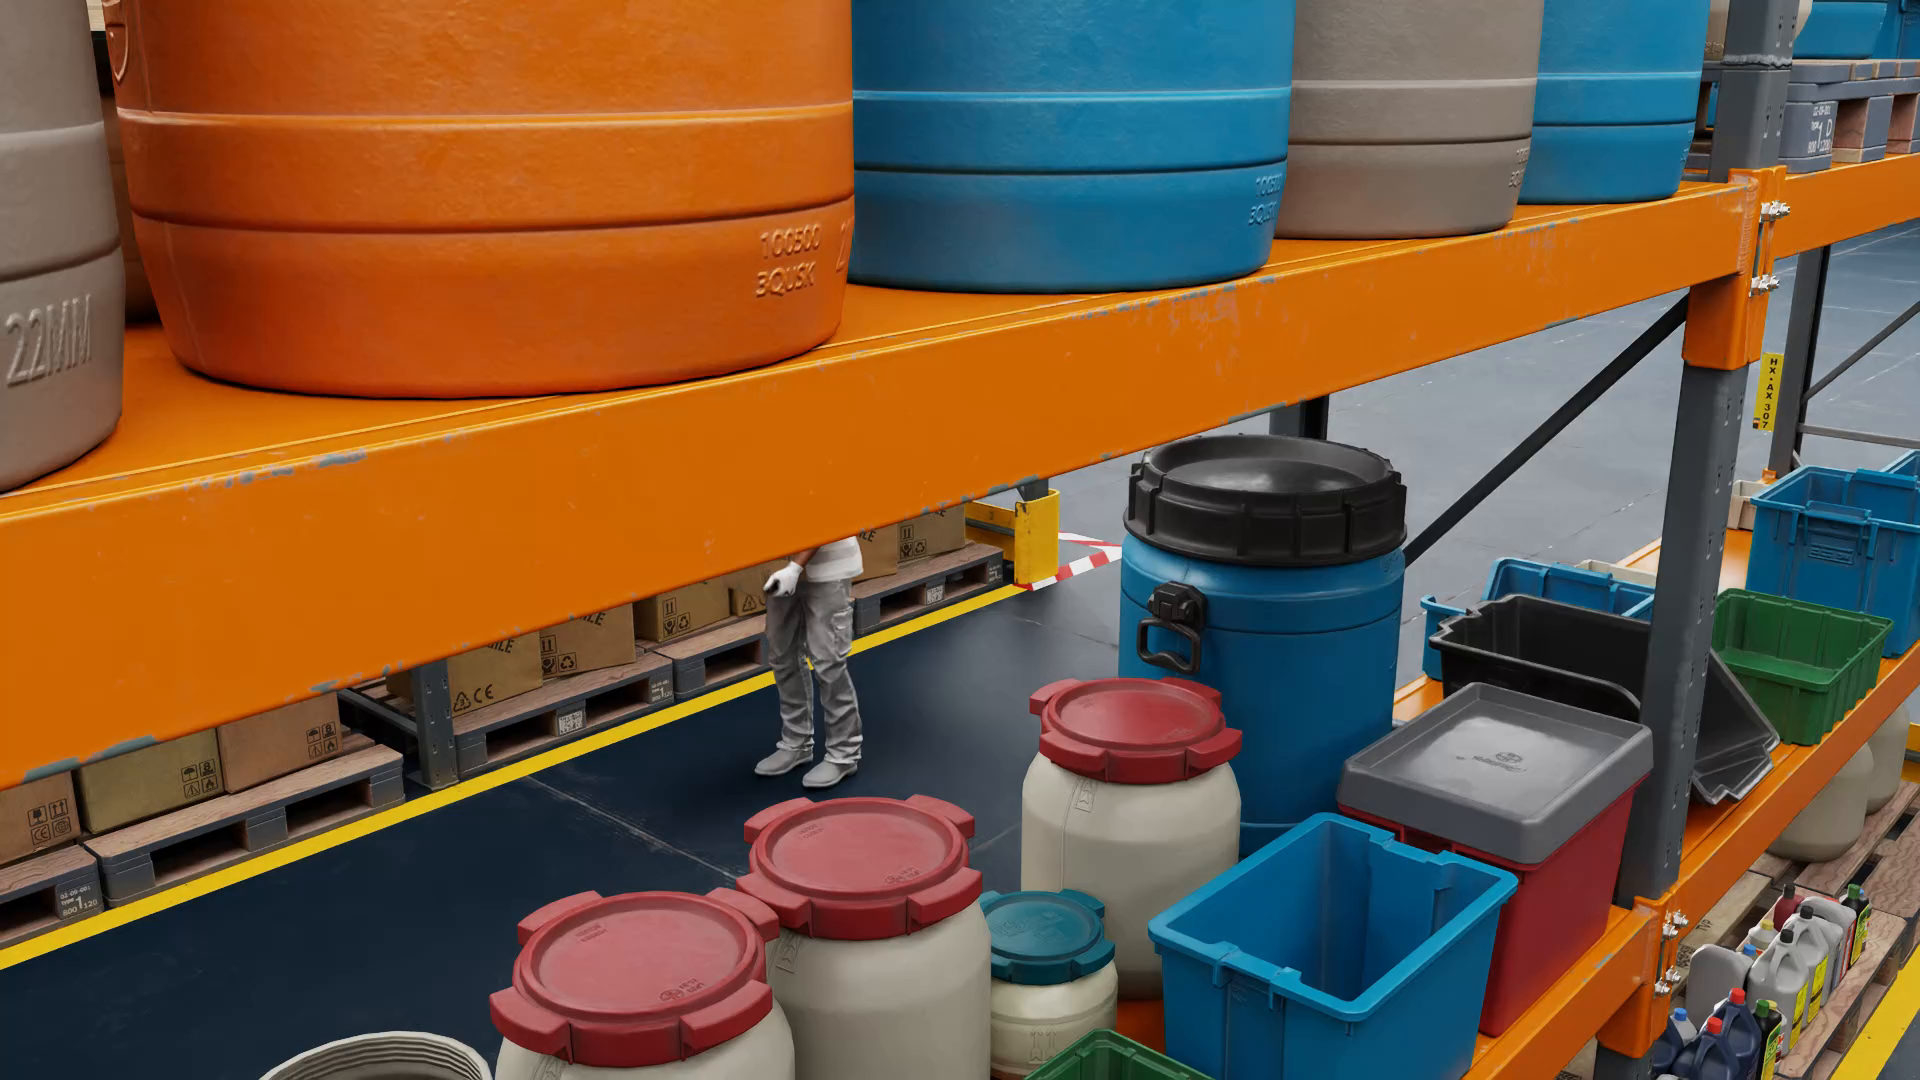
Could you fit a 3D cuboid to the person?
[{"bbox_3d":[-0.679,0.172,6.945,0.455,1.778,0.573,15,22,41],"label":"person"}]
